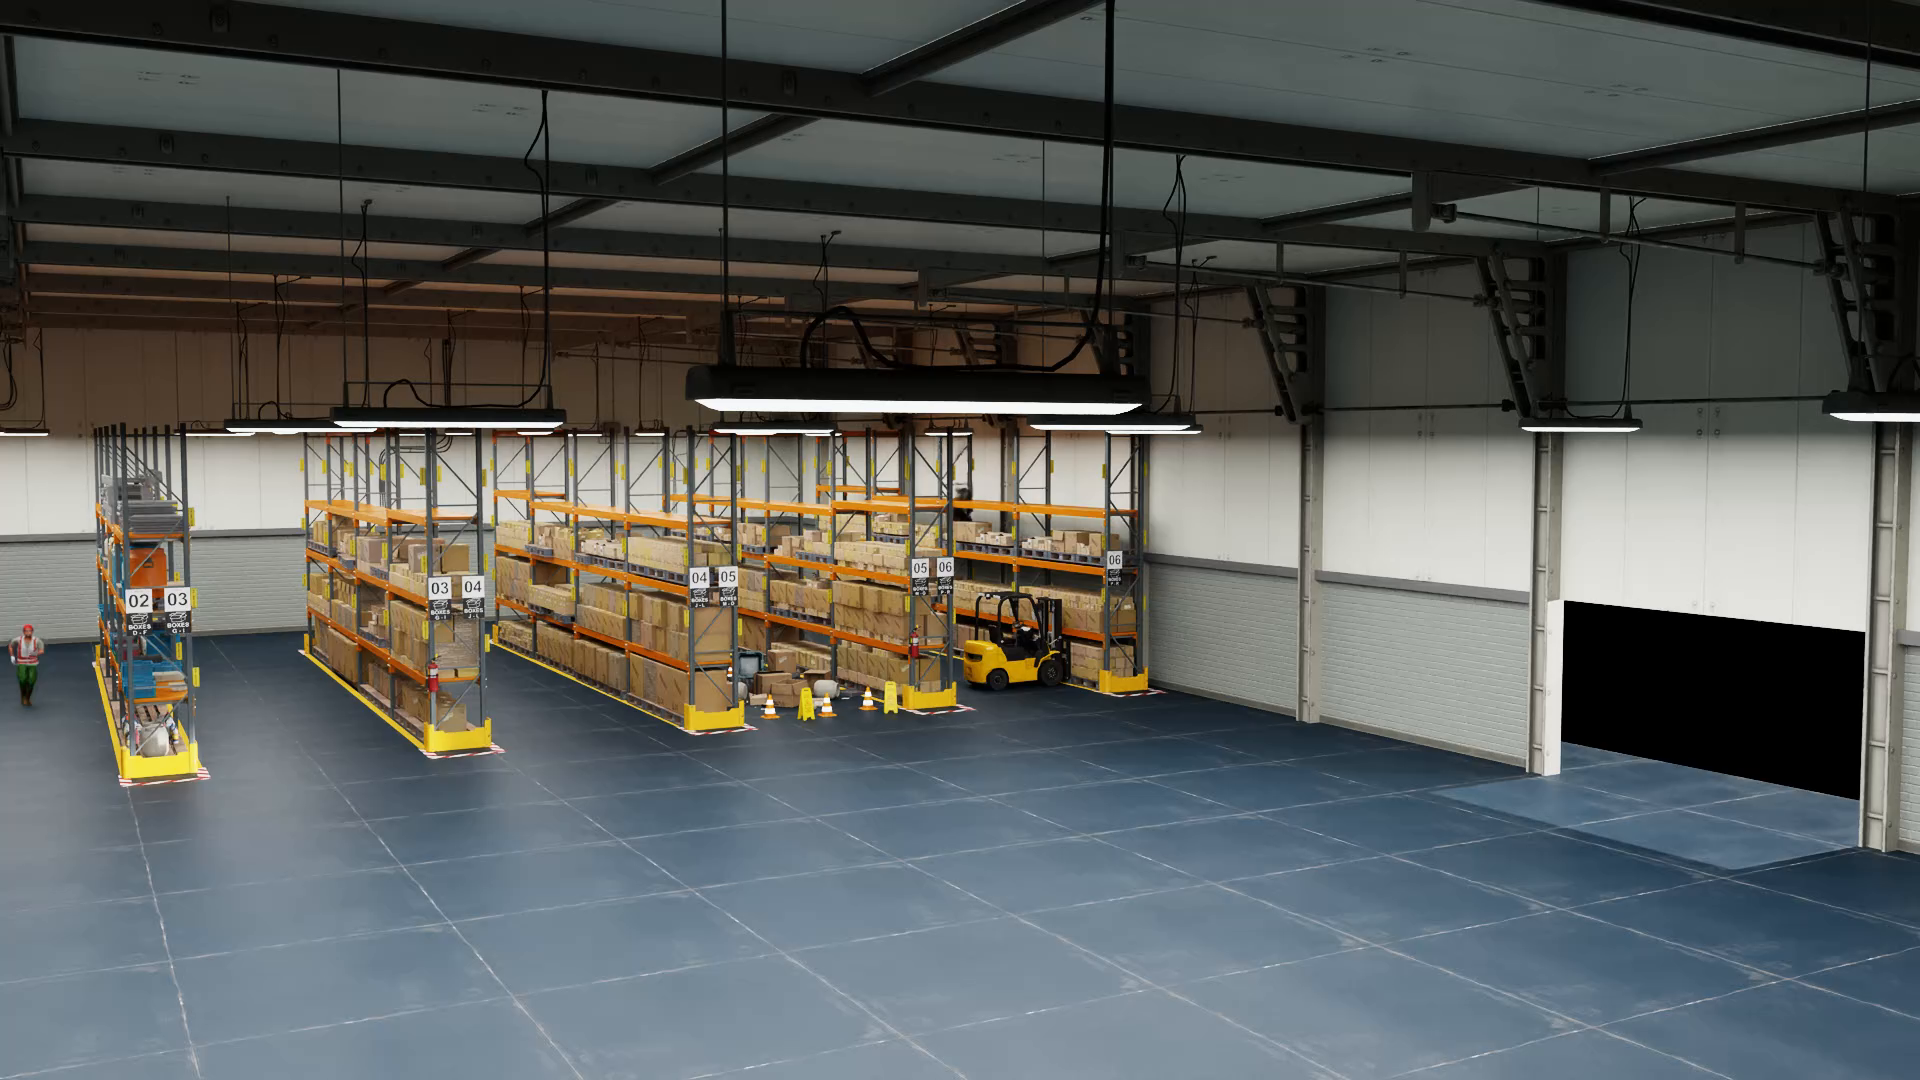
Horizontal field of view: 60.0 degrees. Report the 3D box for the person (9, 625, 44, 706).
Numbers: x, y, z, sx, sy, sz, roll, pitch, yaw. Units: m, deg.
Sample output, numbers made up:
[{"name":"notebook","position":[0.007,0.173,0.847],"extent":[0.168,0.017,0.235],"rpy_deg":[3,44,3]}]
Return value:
[{"name":"person","position":[-19.961,2.678,35.596],"extent":[0.647,1.750,0.735],"rpy_deg":[-2,4,-34]}]
